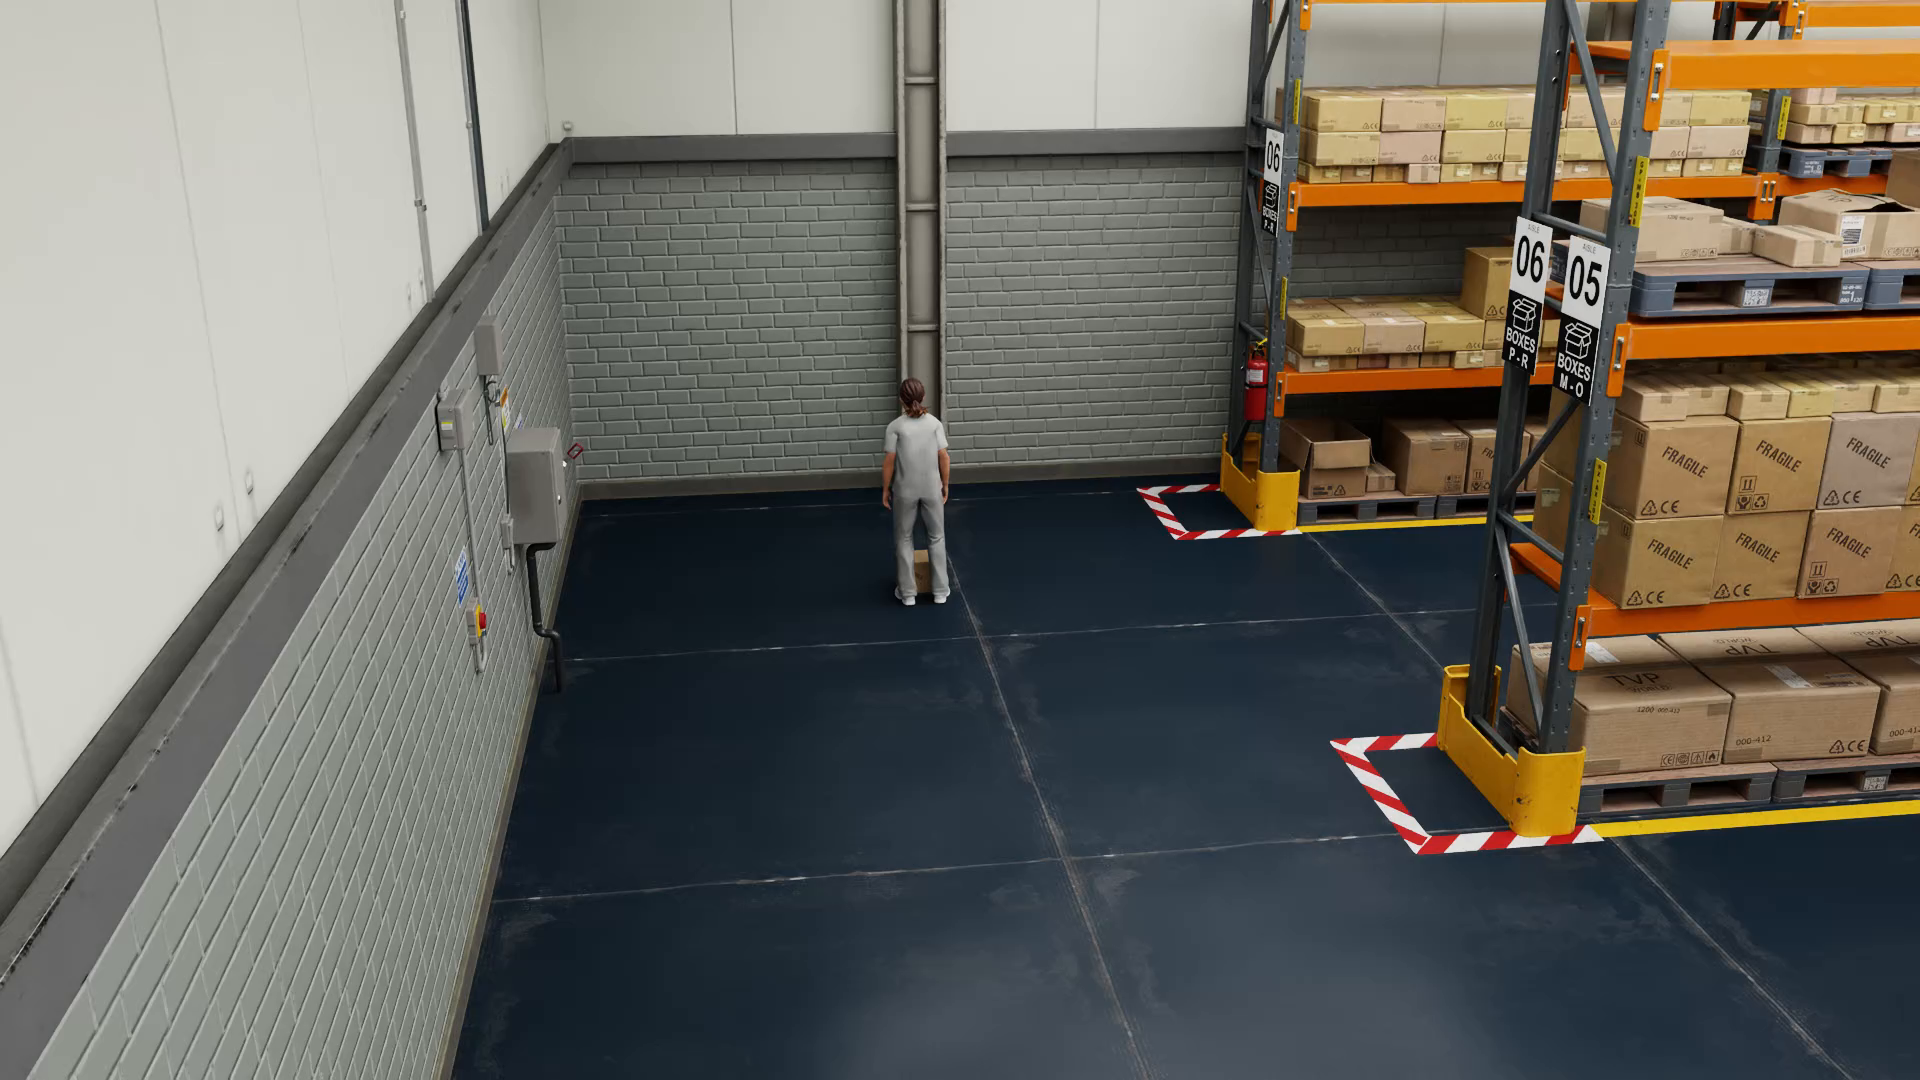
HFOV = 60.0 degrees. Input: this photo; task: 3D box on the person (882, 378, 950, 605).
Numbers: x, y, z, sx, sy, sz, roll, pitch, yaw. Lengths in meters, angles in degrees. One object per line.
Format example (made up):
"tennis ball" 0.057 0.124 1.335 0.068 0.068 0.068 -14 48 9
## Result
"person" -0.309 -0.346 12.021 0.513 1.673 0.355 -4 20 -10
